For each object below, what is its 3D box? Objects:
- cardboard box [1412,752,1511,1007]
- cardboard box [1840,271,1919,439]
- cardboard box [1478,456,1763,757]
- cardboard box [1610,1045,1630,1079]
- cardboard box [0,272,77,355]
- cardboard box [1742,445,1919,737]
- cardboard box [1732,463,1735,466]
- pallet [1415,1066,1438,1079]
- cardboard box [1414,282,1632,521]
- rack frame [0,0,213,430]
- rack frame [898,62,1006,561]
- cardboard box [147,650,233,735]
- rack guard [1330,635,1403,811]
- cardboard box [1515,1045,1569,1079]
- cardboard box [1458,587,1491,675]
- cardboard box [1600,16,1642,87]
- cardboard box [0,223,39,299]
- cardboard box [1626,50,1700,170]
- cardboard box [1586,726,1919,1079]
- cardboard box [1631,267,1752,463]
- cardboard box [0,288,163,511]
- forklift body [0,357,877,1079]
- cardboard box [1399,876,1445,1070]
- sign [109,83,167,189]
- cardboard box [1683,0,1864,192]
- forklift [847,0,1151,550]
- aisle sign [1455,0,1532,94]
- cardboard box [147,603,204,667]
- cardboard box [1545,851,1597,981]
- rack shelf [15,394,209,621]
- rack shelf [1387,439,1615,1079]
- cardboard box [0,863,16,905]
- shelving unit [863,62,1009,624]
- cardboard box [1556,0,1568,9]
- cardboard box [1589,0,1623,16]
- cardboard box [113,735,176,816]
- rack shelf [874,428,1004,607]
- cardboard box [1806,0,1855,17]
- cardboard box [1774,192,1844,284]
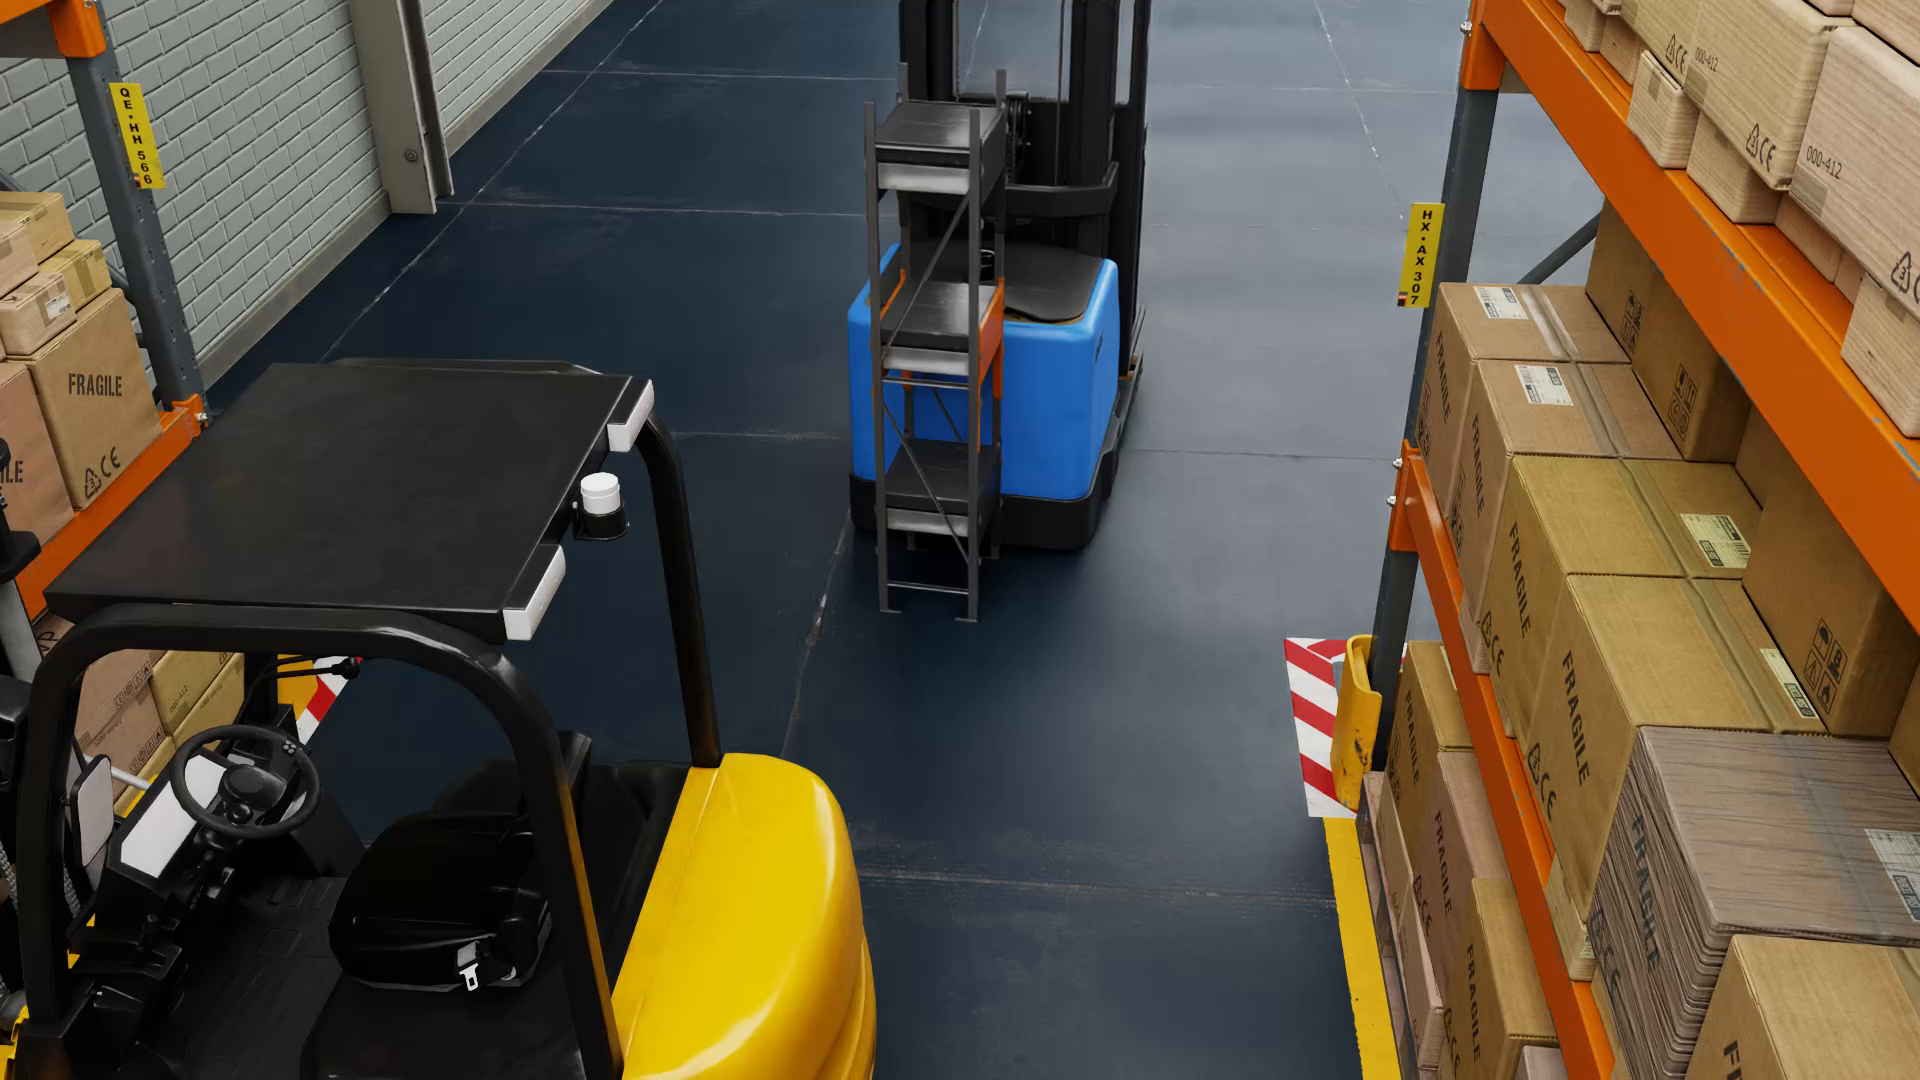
[{"bbox_3d":[1.529,0.918,4.407,0.500,0.500,0.500,1,32,2],"label":"cardboard box"},{"bbox_3d":[1.404,-0.244,2.168,0.380,0.149,0.250,3,32,5],"label":"cardboard box"},{"bbox_3d":[1.516,0.154,3.763,0.500,0.500,0.500,2,32,3],"label":"cardboard box"},{"bbox_3d":[1.386,1.036,2.950,0.380,0.149,0.250,2,32,3],"label":"cardboard box"},{"bbox_3d":[-2.778,-0.651,4.734,0.380,0.149,0.250,3,32,5],"label":"cardboard box"},{"bbox_3d":[1.919,0.021,3.024,0.700,0.500,0.500,2,32,4],"label":"cardboard box"},{"bbox_3d":[2.095,-0.062,4.113,0.500,0.500,0.500,3,32,4],"label":"cardboard box"},{"bbox_3d":[1.700,1.836,4.070,1.003,0.211,1.213,2,32,4],"label":"pallet"},{"bbox_3d":[1.595,-0.384,4.635,0.500,0.500,0.500,2,32,3],"label":"cardboard box"},{"bbox_3d":[-3.038,-0.661,5.463,1.000,3.000,0.127,2,32,4],"label":"rack frame"},{"bbox_3d":[-0.030,-0.830,6.596,0.400,2.100,0.015,6,32,10],"label":"rack frame"},{"bbox_3d":[-2.766,0.386,5.508,0.500,0.250,0.500,2,32,3],"label":"cardboard box"},{"bbox_3d":[1.904,0.653,5.713,1.175,0.500,0.348,2,32,4],"label":"rack guard"},{"bbox_3d":[1.445,1.460,3.528,0.500,0.500,0.500,4,32,7],"label":"cardboard box"},{"bbox_3d":[1.501,0.224,4.267,0.380,0.149,0.250,3,32,5],"label":"cardboard box"},{"bbox_3d":[1.576,-1.052,3.479,0.380,0.149,0.250,2,32,4],"label":"cardboard box"},{"bbox_3d":[-2.846,-0.779,4.658,0.380,0.149,0.250,3,32,4],"label":"cardboard box"},{"bbox_3d":[1.458,-0.785,3.045,0.380,0.149,0.250,3,32,5],"label":"cardboard box"},{"bbox_3d":[1.445,0.688,2.896,0.500,0.500,0.500,3,32,5],"label":"cardboard box"},{"bbox_3d":[2.037,-0.505,3.878,0.700,0.500,0.500,3,32,4],"label":"cardboard box"},{"bbox_3d":[-2.816,-0.435,5.001,0.500,0.500,0.500,2,32,3],"label":"cardboard box"},{"bbox_3d":[-1.374,0.770,3.950,2.313,2.155,1.214,2,32,4],"label":"forklift body"},{"bbox_3d":[1.520,1.218,4.635,0.500,0.250,0.500,4,32,6],"label":"cardboard box"},{"bbox_3d":[-2.498,-1.224,5.047,0.100,0.325,0.005,2,32,4],"label":"sign"},{"bbox_3d":[1.474,-0.738,2.588,0.500,0.250,0.500,3,32,5],"label":"cardboard box"},{"bbox_3d":[0.327,-1.965,7.645,1.130,2.935,3.031,6,32,10],"label":"forklift"},{"bbox_3d":[1.606,-1.603,4.514,0.394,0.787,0.004,2,32,4],"label":"aisle sign"},{"bbox_3d":[-2.764,0.160,5.399,0.500,0.250,0.500,3,32,6],"label":"cardboard box"},{"bbox_3d":[1.422,0.767,3.386,0.380,0.149,0.250,3,32,4],"label":"cardboard box"},{"bbox_3d":[-3.200,0.692,3.955,1.077,0.370,4.000,2,32,4],"label":"rack shelf"},{"bbox_3d":[1.747,0.902,3.614,1.077,0.370,4.000,2,32,4],"label":"rack shelf"},{"bbox_3d":[-2.838,0.919,4.644,0.500,0.250,0.500,2,32,3],"label":"cardboard box"},{"bbox_3d":[-0.079,-0.705,6.393,0.431,2.100,0.503,6,32,10],"label":"shelving unit"},{"bbox_3d":[1.627,-1.320,3.913,0.380,0.149,0.250,1,32,2],"label":"cardboard box"},{"bbox_3d":[1.553,-1.276,3.461,0.500,0.250,0.500,2,32,3],"label":"cardboard box"},{"bbox_3d":[-2.811,0.850,5.232,0.500,0.250,0.500,2,32,4],"label":"cardboard box"},{"bbox_3d":[-0.079,-0.097,6.767,0.431,0.518,0.480,6,32,10],"label":"rack shelf"},{"bbox_3d":[1.424,-0.858,2.404,0.380,0.149,0.250,3,32,5],"label":"cardboard box"},{"bbox_3d":[1.527,-0.511,2.601,0.380,0.149,0.250,2,32,4],"label":"cardboard box"}]
